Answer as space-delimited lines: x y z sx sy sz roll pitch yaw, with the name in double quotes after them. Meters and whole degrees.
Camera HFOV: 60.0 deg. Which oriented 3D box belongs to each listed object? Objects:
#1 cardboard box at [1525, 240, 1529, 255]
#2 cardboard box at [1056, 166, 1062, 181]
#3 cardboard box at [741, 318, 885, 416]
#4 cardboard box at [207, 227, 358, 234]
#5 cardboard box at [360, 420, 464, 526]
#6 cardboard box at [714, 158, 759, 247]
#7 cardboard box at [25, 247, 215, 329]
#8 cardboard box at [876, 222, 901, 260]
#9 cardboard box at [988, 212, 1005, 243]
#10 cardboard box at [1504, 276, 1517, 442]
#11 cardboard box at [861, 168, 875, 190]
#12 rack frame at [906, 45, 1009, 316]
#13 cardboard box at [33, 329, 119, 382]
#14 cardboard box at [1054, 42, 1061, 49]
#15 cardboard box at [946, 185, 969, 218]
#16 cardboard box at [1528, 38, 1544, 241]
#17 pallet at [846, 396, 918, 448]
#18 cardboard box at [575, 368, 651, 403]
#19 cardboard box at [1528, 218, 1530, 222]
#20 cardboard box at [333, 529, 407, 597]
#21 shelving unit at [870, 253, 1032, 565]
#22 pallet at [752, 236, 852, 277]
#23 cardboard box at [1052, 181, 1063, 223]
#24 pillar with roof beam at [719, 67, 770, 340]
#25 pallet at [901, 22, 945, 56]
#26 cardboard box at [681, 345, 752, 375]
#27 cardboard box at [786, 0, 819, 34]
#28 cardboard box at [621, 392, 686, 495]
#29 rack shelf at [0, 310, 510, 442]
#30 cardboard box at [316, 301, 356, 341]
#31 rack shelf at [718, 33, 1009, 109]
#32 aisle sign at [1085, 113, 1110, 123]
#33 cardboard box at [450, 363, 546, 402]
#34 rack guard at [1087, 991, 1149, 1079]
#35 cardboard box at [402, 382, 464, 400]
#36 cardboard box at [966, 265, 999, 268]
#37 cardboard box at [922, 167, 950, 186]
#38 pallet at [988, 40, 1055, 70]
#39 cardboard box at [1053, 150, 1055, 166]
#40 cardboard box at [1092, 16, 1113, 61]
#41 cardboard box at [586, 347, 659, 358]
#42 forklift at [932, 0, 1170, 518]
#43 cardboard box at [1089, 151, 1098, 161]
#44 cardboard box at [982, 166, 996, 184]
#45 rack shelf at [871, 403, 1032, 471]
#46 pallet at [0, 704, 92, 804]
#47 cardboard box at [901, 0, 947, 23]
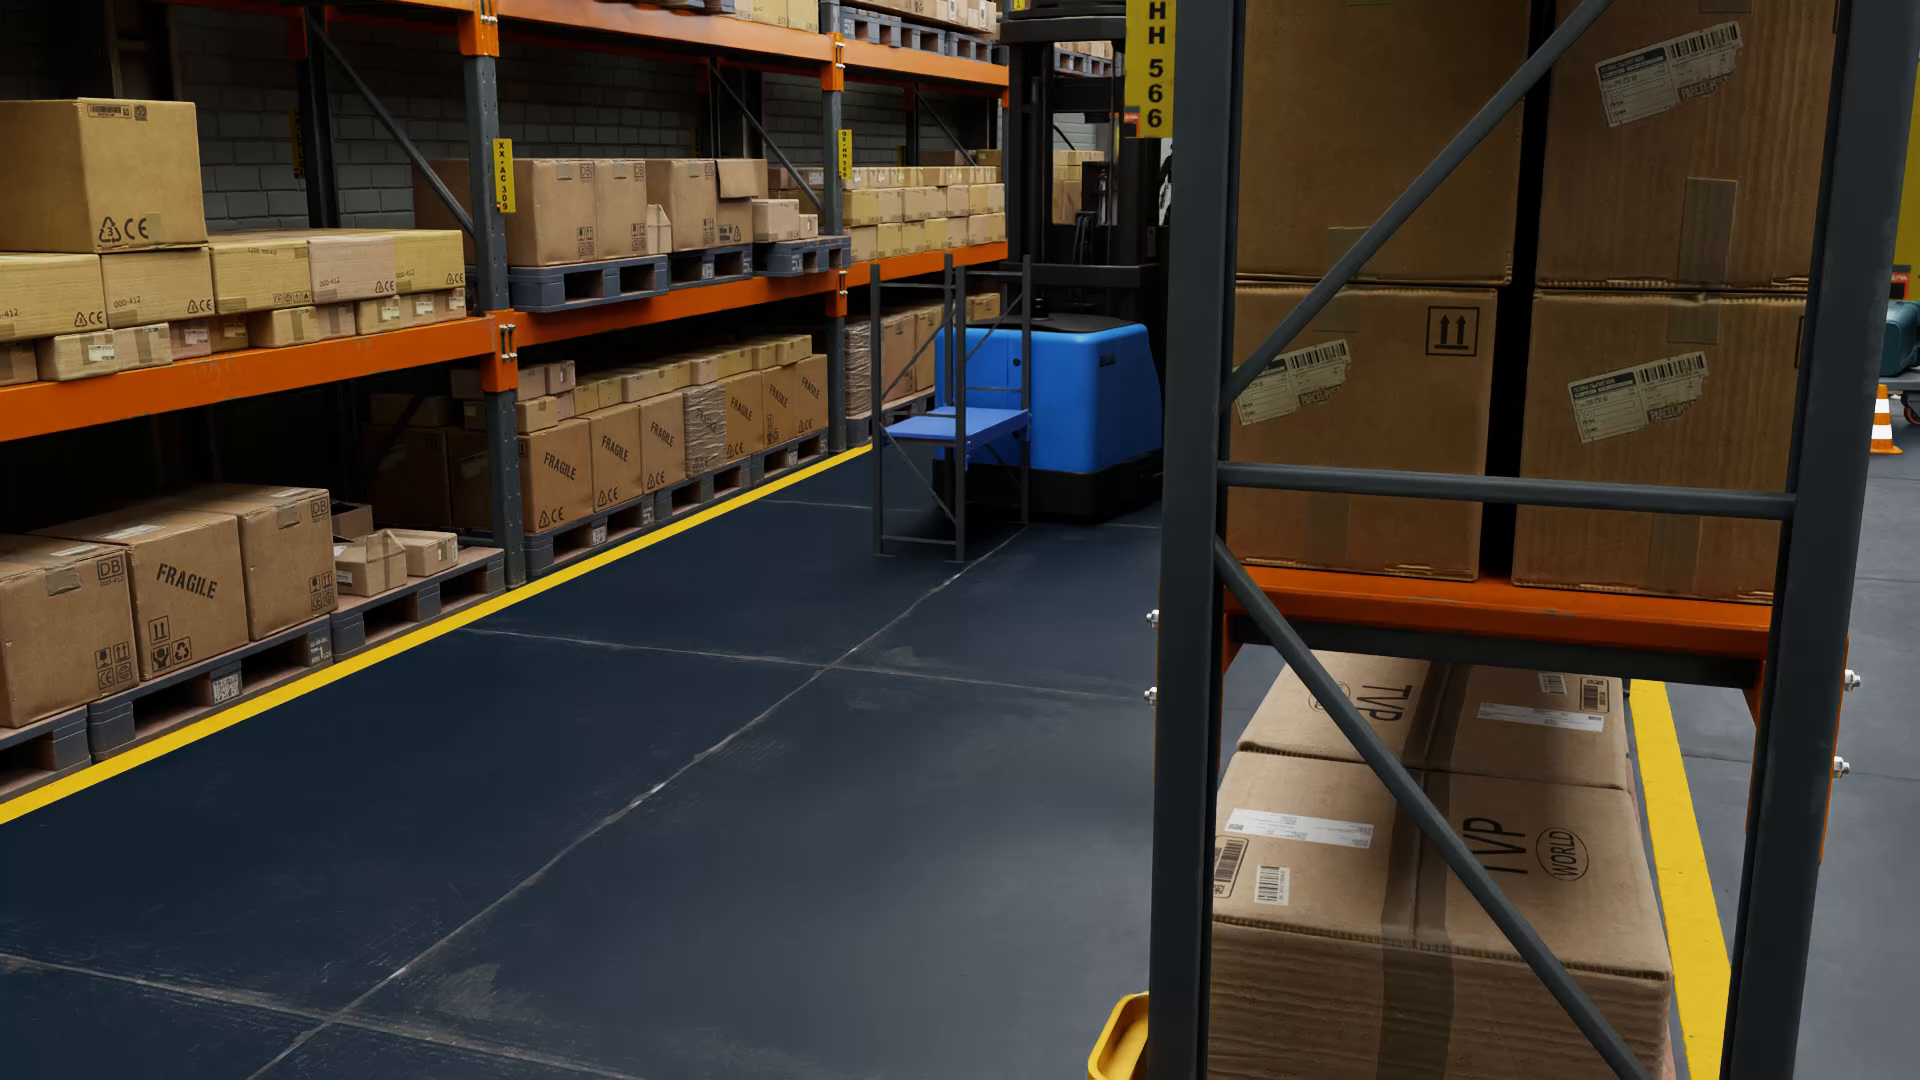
1.708 -0.520 4.302 0.500 0.500 0.500 5 14 20 "cardboard box"
0.794 -3.634 16.486 0.380 0.149 0.250 4 13 17 "cardboard box"
-1.079 -1.289 12.286 0.875 0.625 0.625 5 14 20 "cardboard box"
-3.003 -1.256 7.419 0.500 0.250 0.500 4 14 18 "cardboard box"
-2.709 -0.380 8.585 0.500 0.500 0.500 4 14 18 "cardboard box"
-1.647 -2.009 9.875 0.797 0.503 0.637 4 13 17 "cardboard box"
-3.011 -0.897 5.847 0.500 0.250 0.500 4 13 17 "cardboard box"
-0.751 -2.220 12.308 0.500 0.250 0.500 4 13 17 "cardboard box"
0.085 -2.755 14.656 0.500 0.250 0.500 5 14 20 "cardboard box"
1.055 -0.453 4.008 0.500 0.500 0.500 5 14 20 "cardboard box"
-0.826 -2.578 11.861 0.380 0.149 0.250 5 14 20 "cardboard box"
0.001 -2.953 15.187 1.000 3.000 0.127 4 14 18 "rack frame"
-3.052 -0.622 5.535 0.380 0.149 0.250 4 13 17 "cardboard box"
0.768 -4.894 16.084 0.396 0.266 0.258 4 13 17 "cardboard box"
-0.247 -2.786 13.668 0.500 0.250 0.500 5 14 20 "cardboard box"
1.561 -0.905 3.742 0.500 0.500 0.500 4 14 18 "cardboard box"
-0.990 -0.922 12.554 1.003 0.211 1.213 4 14 18 "pallet"
-1.939 -0.855 9.209 0.380 0.149 0.250 4 14 18 "cardboard box"
2.023 -1.193 6.689 0.500 0.250 0.500 4 14 18 "cardboard box"
-2.605 0.073 7.129 0.396 0.266 0.258 5 14 20 "cardboard box"
-0.029 -0.734 8.832 0.538 1.500 1.048 5 14 20 "shelving unit"
-1.446 -1.870 10.871 1.213 0.211 1.003 4 14 18 "pallet"
0.707 -3.294 16.456 0.500 0.500 0.500 4 14 18 "cardboard box"
2.349 -5.065 10.958 9.100 9.000 0.400 4 14 18 "pillar with roof beam"
-0.799 -3.867 12.871 1.003 0.211 1.213 5 14 21 "pallet"
-1.528 -1.127 10.401 0.380 0.149 0.250 5 14 20 "cardboard box"
-1.230 -3.375 10.630 0.500 0.250 0.500 4 13 17 "cardboard box"
-1.890 -0.558 9.367 0.500 0.500 0.500 4 13 17 "cardboard box"
-3.235 -0.497 6.042 1.077 0.370 4.000 4 14 18 "rack shelf"
-2.687 -0.895 6.733 0.380 0.149 0.250 5 14 20 "cardboard box"
-0.646 -3.644 13.088 1.077 0.370 4.000 4 14 18 "rack shelf"
1.594 -5.056 18.556 0.394 0.787 0.004 4 14 18 "aisle sign"
-2.277 -0.777 8.199 0.380 0.149 0.250 4 13 17 "cardboard box"
0.808 1.153 2.811 1.175 0.500 0.348 4 14 18 "rack guard"
-2.661 -0.725 8.641 0.380 0.149 0.250 4 14 18 "cardboard box"
0.303 -2.636 16.785 0.500 0.250 0.500 4 14 19 "cardboard box"
-0.297 -2.898 13.261 0.380 0.149 0.250 4 13 17 "cardboard box"
0.252 -4.554 15.658 1.003 0.211 1.213 4 14 18 "pallet"
0.726 -3.786 16.484 0.380 0.149 0.250 4 14 18 "cardboard box"
1.382 -5.450 17.989 0.500 0.500 0.500 5 14 20 "cardboard box"
-2.087 -1.105 10.305 0.380 0.149 0.250 4 13 17 "cardboard box"
0.988 -1.836 10.445 1.130 2.935 3.031 7 15 28 "forklift"
1.269 -4.104 17.876 0.380 0.149 0.250 5 14 20 "cardboard box"
0.100 -3.231 14.719 0.380 0.149 0.250 5 14 20 "cardboard box"
-0.029 -0.558 8.872 0.538 0.185 1.000 5 14 20 "rack shelf"
-3.600 0.749 5.233 1.003 0.211 1.213 4 14 18 "pallet"
-0.317 -4.131 13.002 0.380 0.149 0.250 4 14 18 "cardboard box"
